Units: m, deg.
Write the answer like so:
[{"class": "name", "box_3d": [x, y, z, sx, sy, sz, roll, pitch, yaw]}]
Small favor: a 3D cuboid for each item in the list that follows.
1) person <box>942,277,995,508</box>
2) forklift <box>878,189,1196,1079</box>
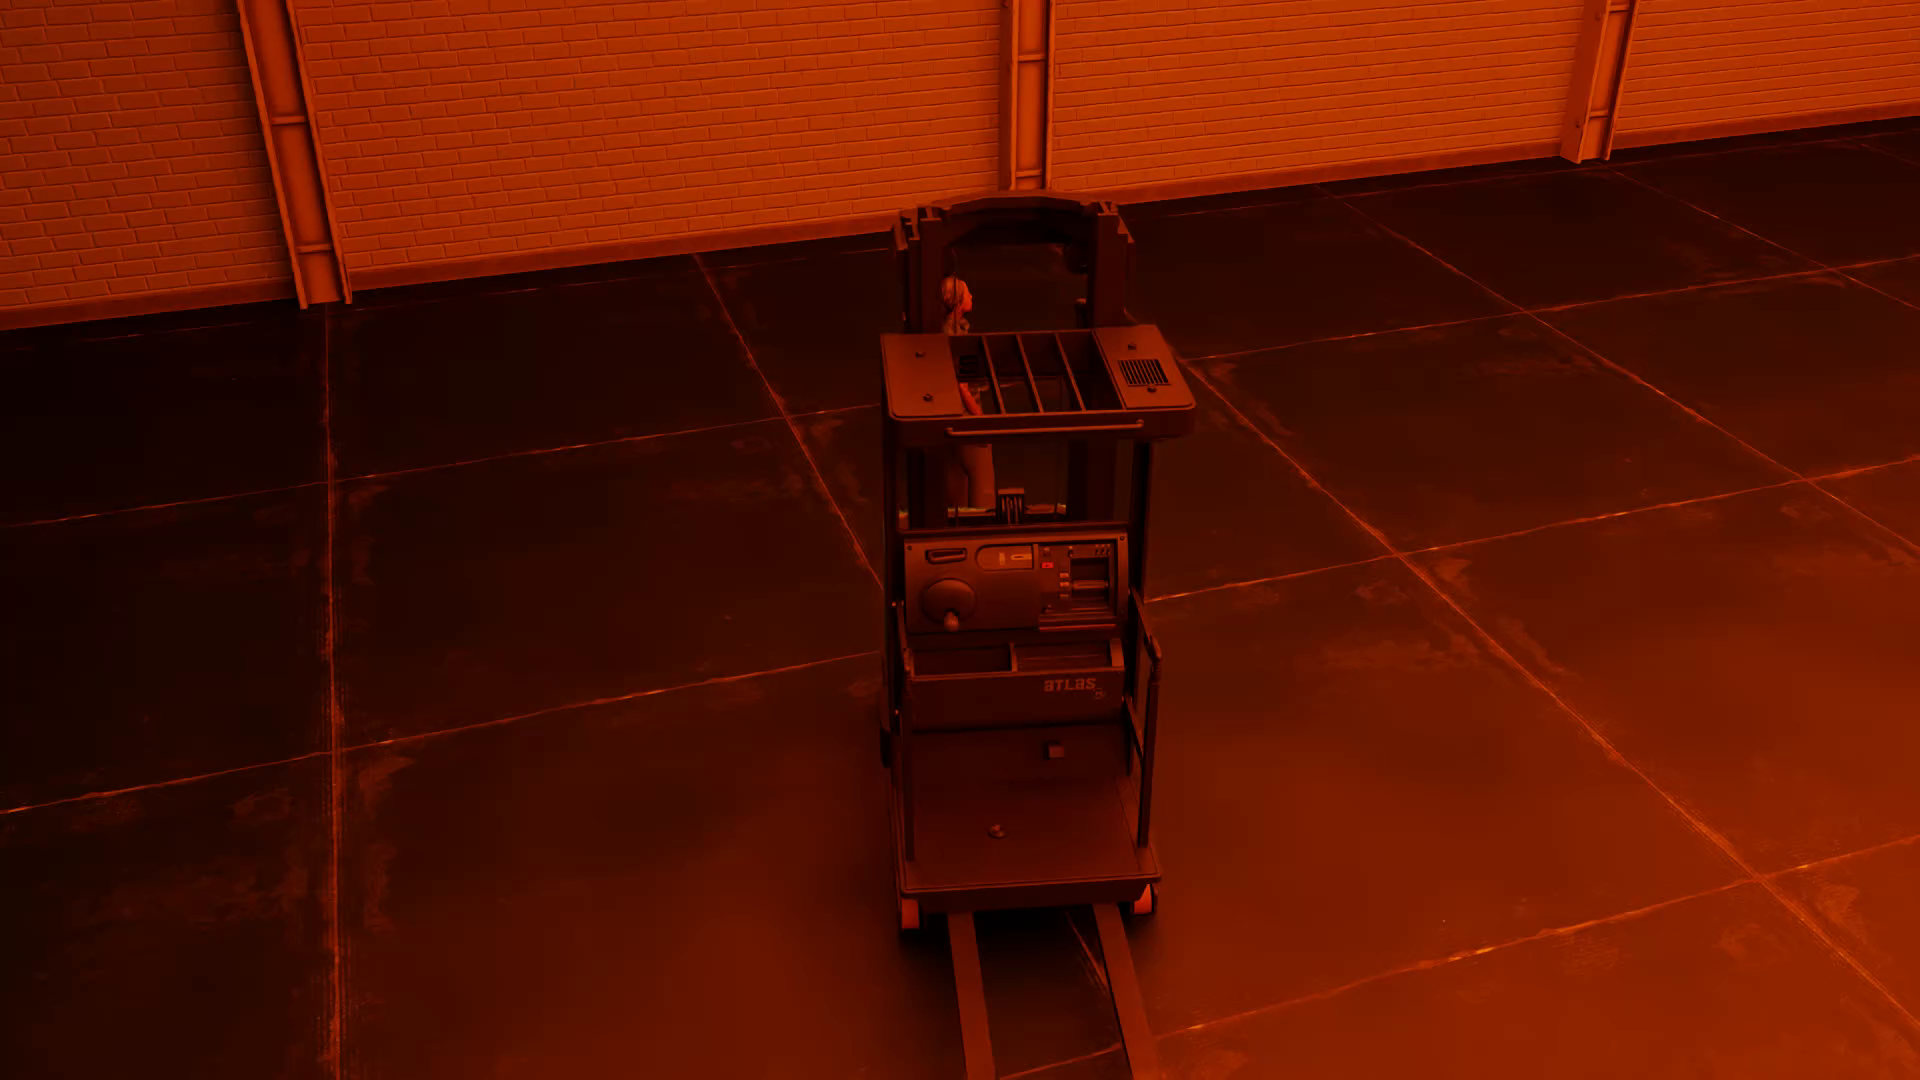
[{"class": "person", "box_3d": [0.090, -0.723, 9.620, 0.503, 1.644, 0.569, -10, 31, -16]}, {"class": "forklift", "box_3d": [0.257, 0.221, 6.703, 1.130, 2.935, 3.031, -3, 30, -5]}]
